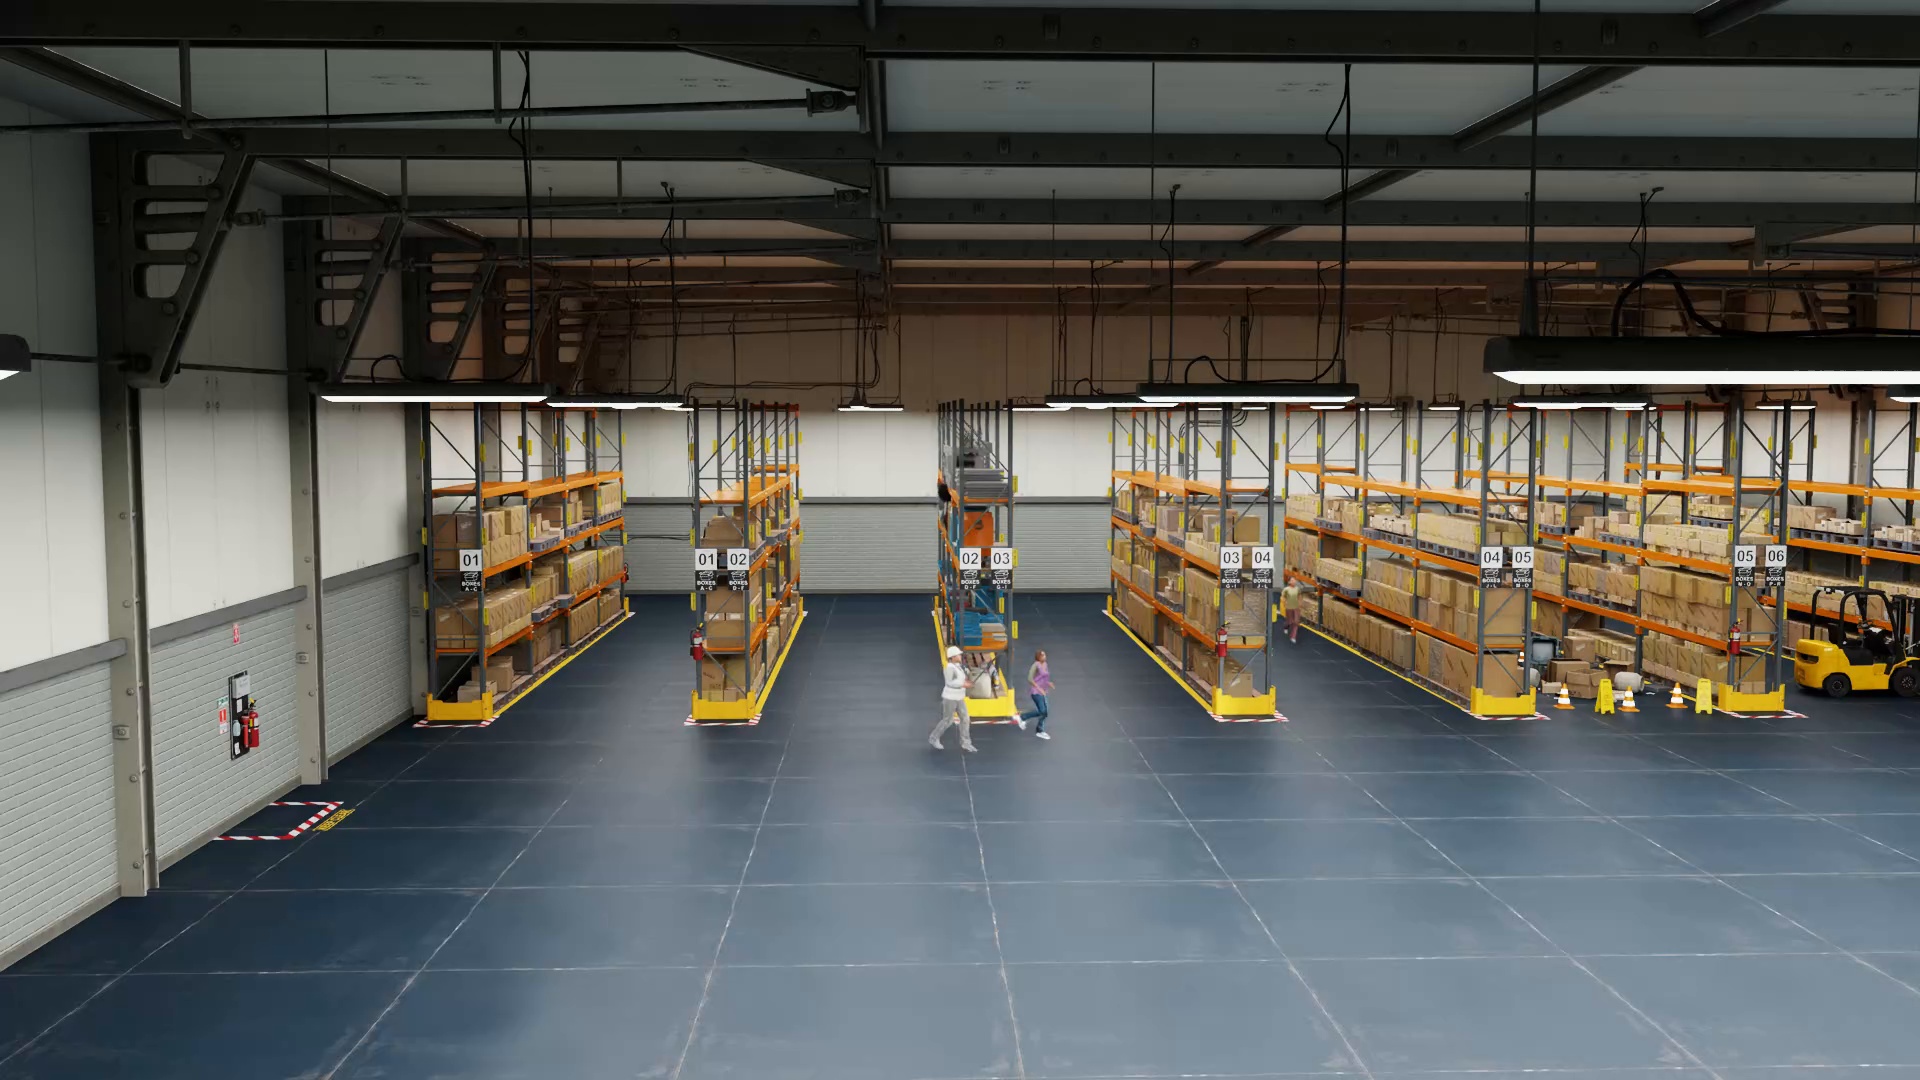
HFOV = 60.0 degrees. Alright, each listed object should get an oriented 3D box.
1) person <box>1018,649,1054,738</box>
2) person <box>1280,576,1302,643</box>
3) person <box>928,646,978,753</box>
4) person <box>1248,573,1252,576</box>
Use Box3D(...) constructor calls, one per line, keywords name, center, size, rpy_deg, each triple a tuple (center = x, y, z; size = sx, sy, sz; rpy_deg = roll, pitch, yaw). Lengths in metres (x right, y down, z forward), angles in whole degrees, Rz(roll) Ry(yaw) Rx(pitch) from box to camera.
Box3D(name="person", center=(1.356, 2.715, 29.498), size=(0.598, 1.578, 0.537), rpy_deg=(3, 5, 33))
Box3D(name="person", center=(8.362, 1.733, 41.913), size=(0.579, 1.654, 0.791), rpy_deg=(0, 4, -6))
Box3D(name="person", center=(-0.129, 2.697, 28.109), size=(0.847, 1.808, 0.643), rpy_deg=(2, 5, 21))
Box3D(name="person", center=(8.068, 1.426, 45.031), size=(0.707, 1.749, 0.709), rpy_deg=(0, 4, 0))
